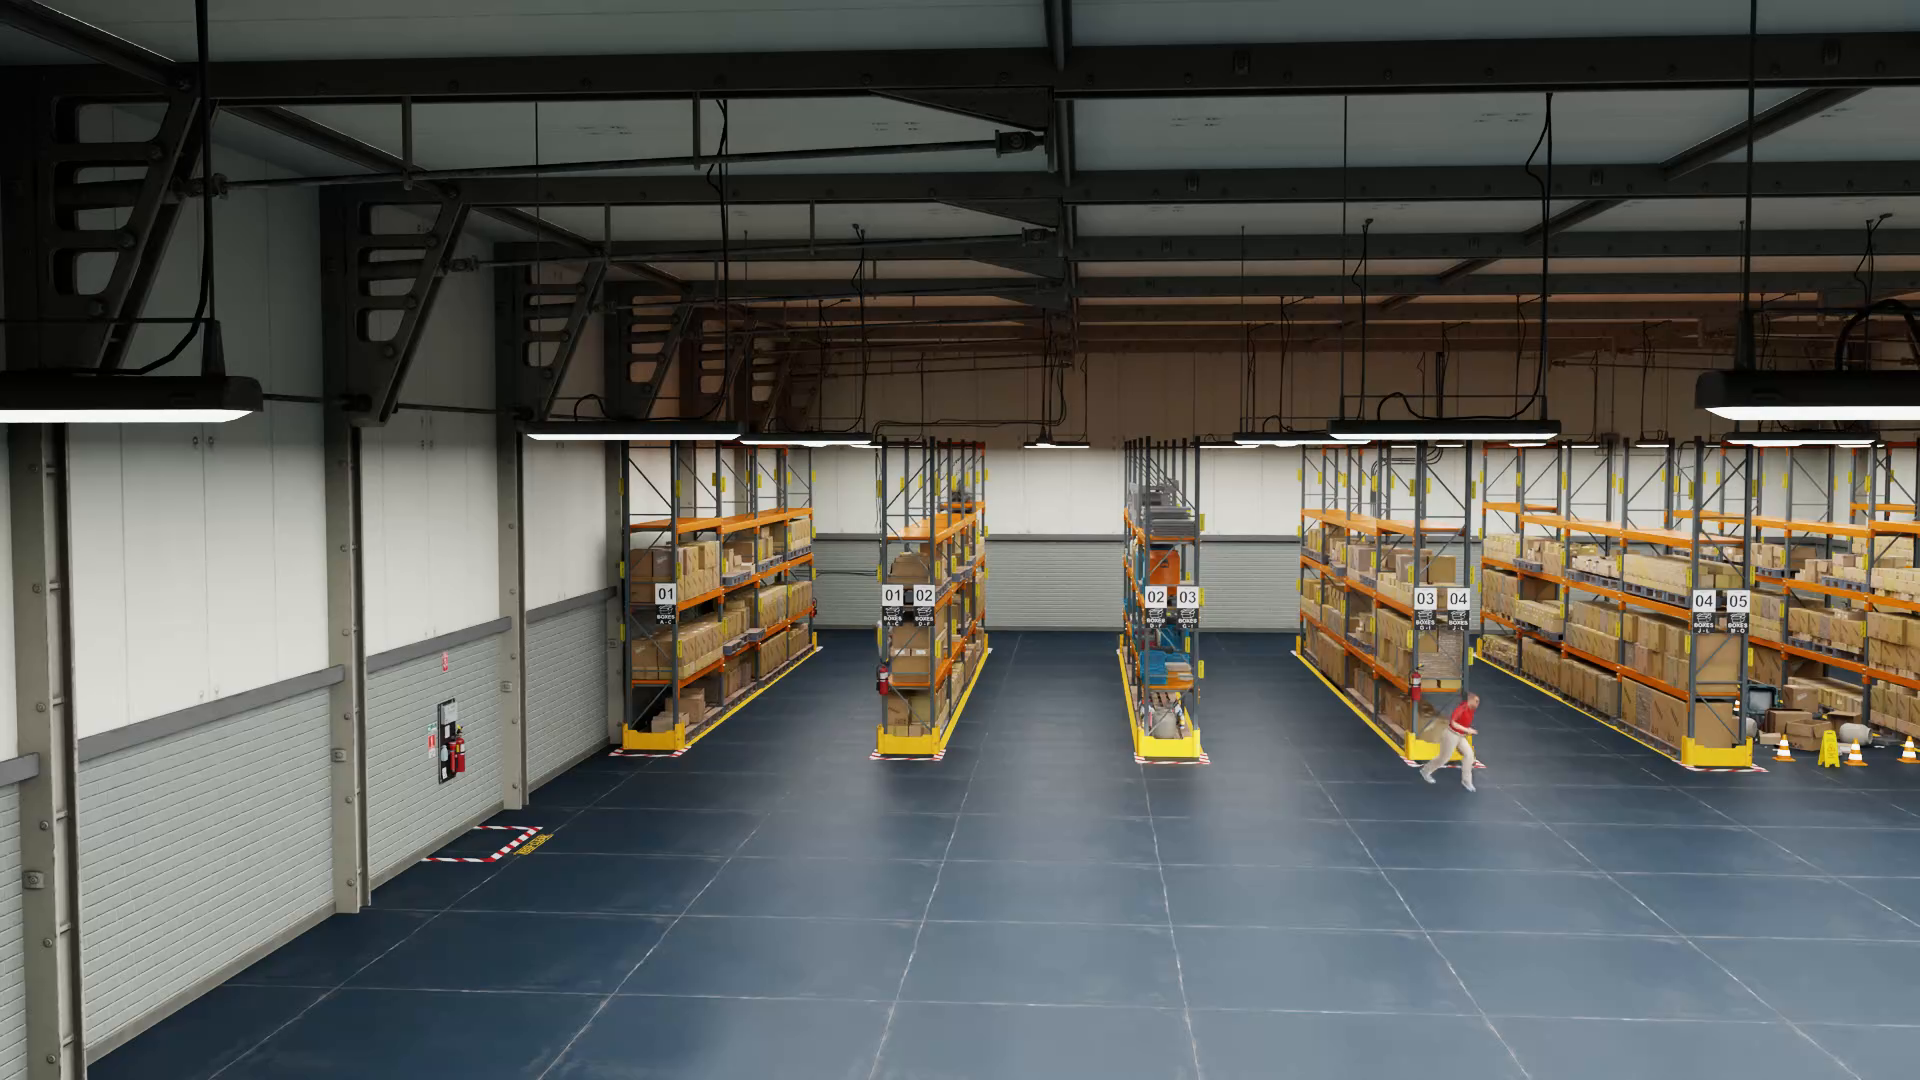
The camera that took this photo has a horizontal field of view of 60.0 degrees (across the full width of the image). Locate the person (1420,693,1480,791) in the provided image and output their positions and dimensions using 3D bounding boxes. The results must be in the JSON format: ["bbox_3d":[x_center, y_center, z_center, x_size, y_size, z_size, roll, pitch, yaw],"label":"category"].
[{"bbox_3d":[8.340,3.419,28.294,1.006,1.698,0.706,2,4,36],"label":"person"}]

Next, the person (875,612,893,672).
[{"bbox_3d":[-1.896,2.633,42.133,0.601,1.704,0.817,0,3,8],"label":"person"}]
